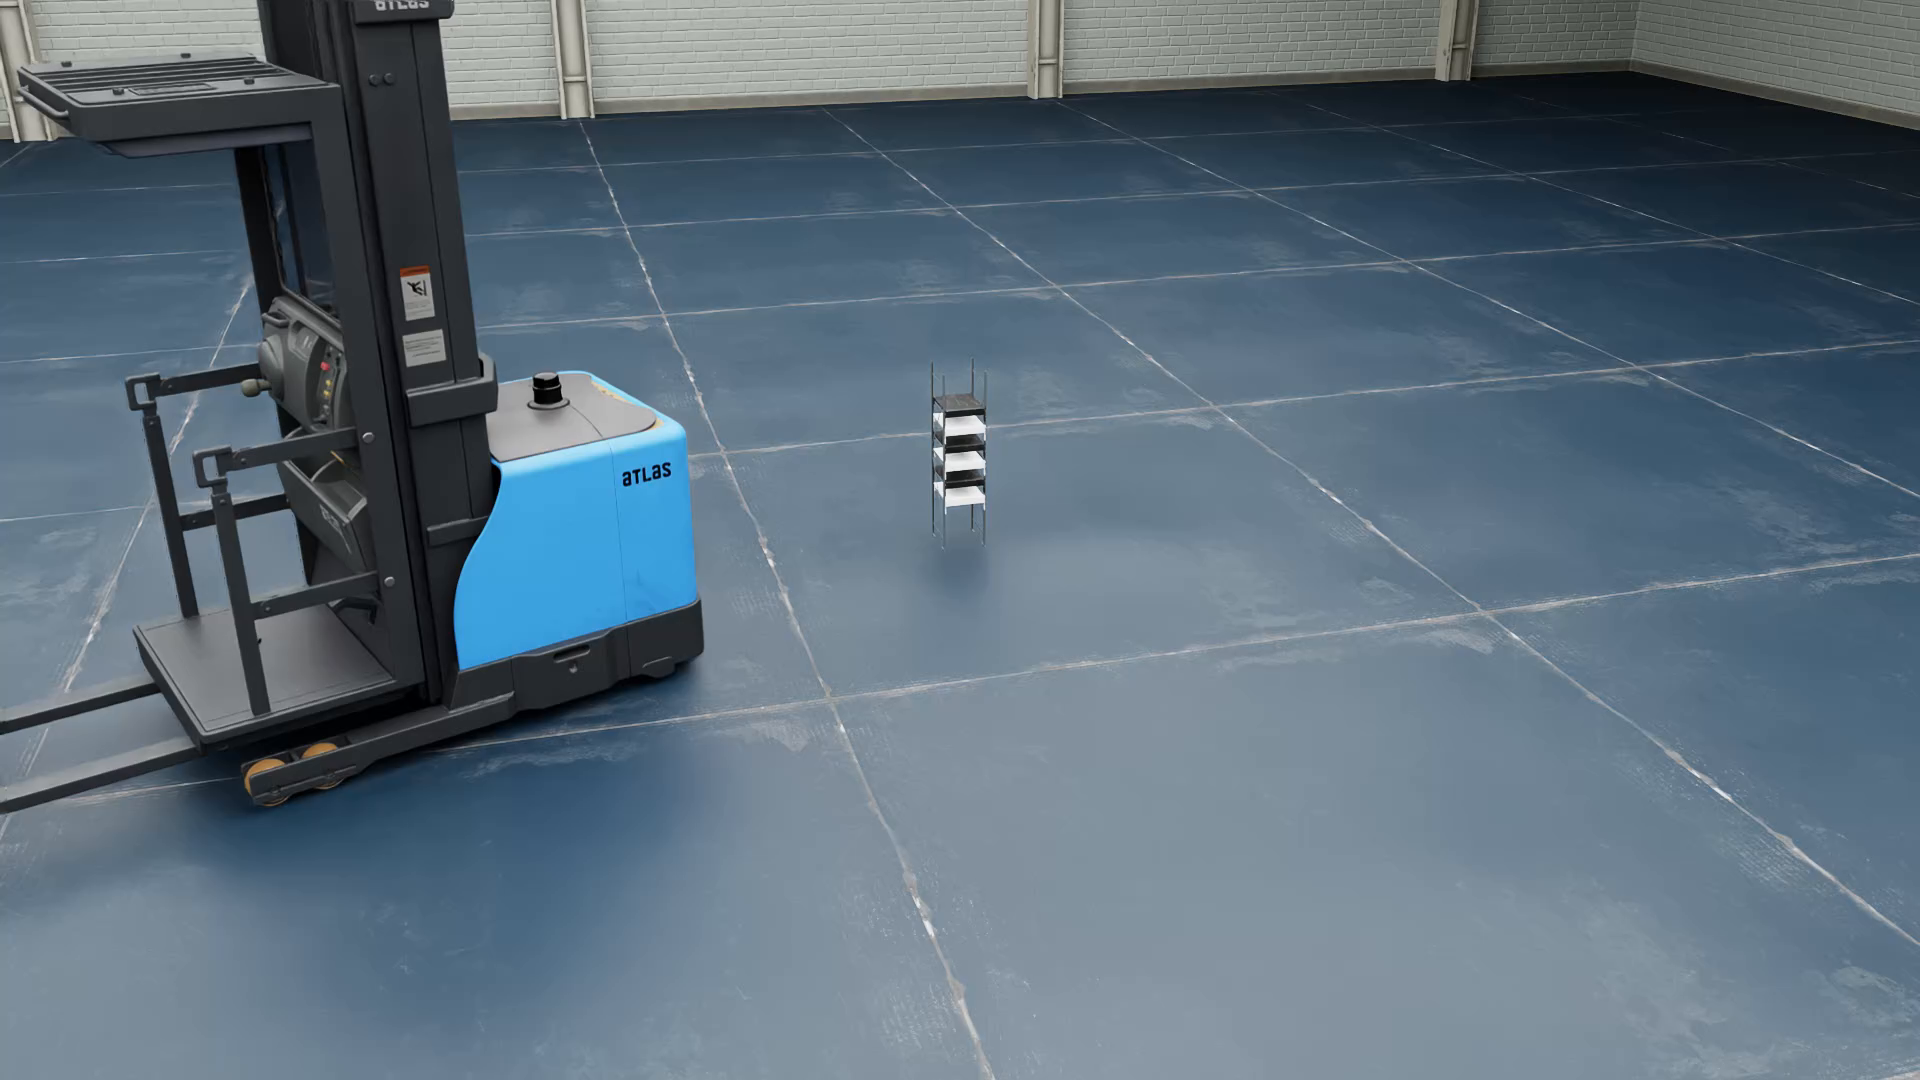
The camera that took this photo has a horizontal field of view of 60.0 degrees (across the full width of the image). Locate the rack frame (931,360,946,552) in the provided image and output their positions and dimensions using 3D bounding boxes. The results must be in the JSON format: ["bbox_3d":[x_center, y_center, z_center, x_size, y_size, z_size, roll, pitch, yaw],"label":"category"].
[{"bbox_3d":[-0.106,-0.402,8.045,0.006,0.900,0.240,-6,24,-14],"label":"rack frame"}]

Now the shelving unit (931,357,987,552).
[{"bbox_3d":[-0.008,-0.413,8.071,0.210,0.900,0.258,-6,24,-14],"label":"shelving unit"}]

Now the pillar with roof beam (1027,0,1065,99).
[{"bbox_3d":[2.273,-8.310,16.205,0.400,9.000,9.100,-6,24,-14],"label":"pillar with roof beam"}]

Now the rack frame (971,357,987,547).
[{"bbox_3d":[0.090,-0.424,8.096,0.006,0.900,0.240,-6,24,-14],"label":"rack frame"}]

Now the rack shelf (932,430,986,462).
[{"bbox_3d":[-0.008,-0.465,8.048,0.200,0.077,0.258,-6,24,-14],"label":"rack shelf"}]

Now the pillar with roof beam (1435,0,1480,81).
[{"bbox_3d":[8.050,-8.949,17.695,0.400,9.000,9.100,-6,24,-14],"label":"pillar with roof beam"}]

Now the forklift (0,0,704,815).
[{"bbox_3d":[-2.563,-0.621,5.981,3.031,2.935,1.130,-16,28,-33],"label":"forklift"}]

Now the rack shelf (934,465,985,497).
[{"bbox_3d":[-0.008,-0.299,8.119,0.200,0.077,0.258,-6,24,-14],"label":"rack shelf"}]

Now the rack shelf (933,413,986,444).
[{"bbox_3d":[-0.008,-0.547,8.013,0.200,0.077,0.258,-6,24,-14],"label":"rack shelf"}]

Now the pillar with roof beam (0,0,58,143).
[{"bbox_3d":[-9.281,-7.032,13.226,0.400,9.000,9.100,-6,24,-14],"label":"pillar with roof beam"}]

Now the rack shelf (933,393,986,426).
[{"bbox_3d":[-0.008,-0.630,7.977,0.200,0.077,0.258,-6,24,-14],"label":"rack shelf"}]

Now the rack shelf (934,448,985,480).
[{"bbox_3d":[-0.008,-0.382,8.084,0.200,0.077,0.258,-6,24,-14],"label":"rack shelf"}]

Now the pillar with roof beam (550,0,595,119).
[{"bbox_3d":[-3.504,-7.671,14.716,0.400,9.000,9.100,-6,24,-14],"label":"pillar with roof beam"}]

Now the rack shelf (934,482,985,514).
[{"bbox_3d":[-0.008,-0.217,8.155,0.200,0.077,0.258,-6,24,-14],"label":"rack shelf"}]
